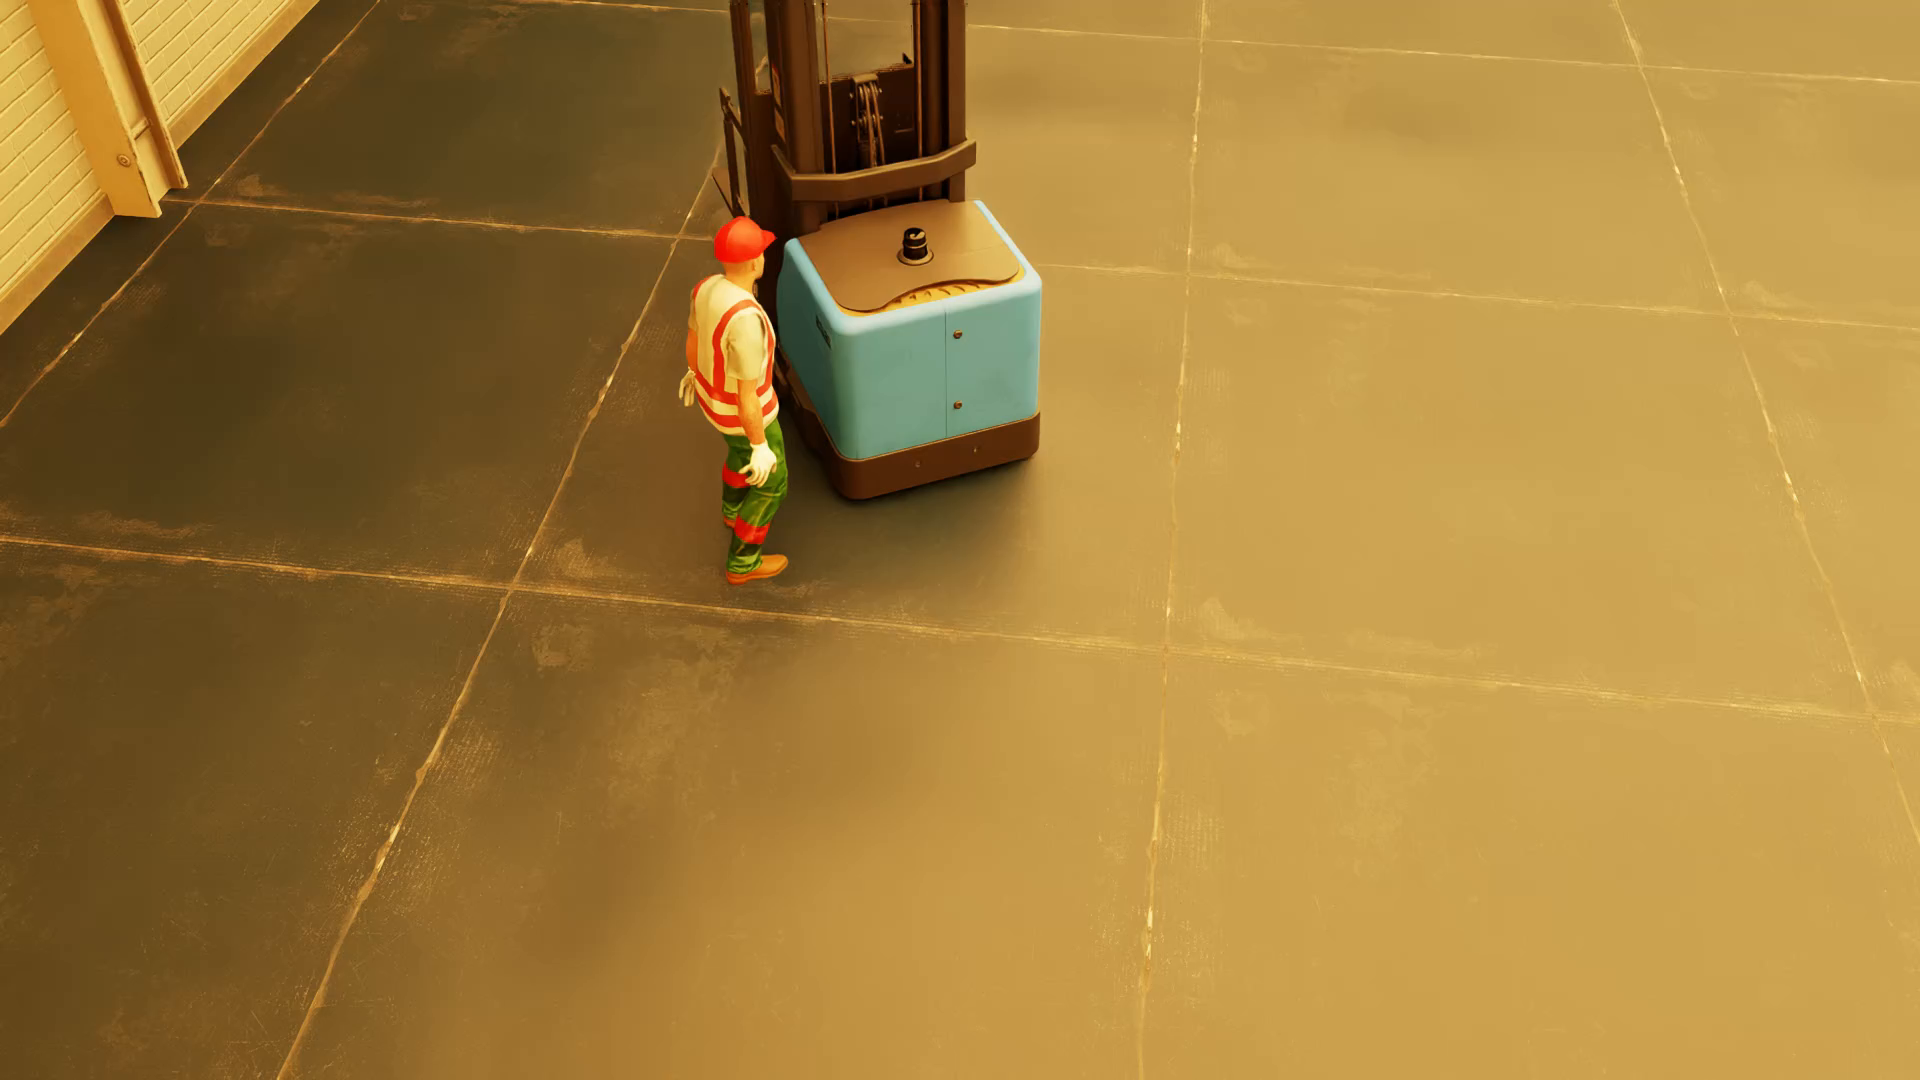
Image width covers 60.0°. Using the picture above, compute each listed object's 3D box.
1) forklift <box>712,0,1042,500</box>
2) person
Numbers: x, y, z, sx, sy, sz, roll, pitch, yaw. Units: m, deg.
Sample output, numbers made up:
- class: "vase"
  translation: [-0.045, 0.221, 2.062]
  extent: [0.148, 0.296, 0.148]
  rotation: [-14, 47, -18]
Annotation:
- class: "forklift"
  translation: [-0.619, -2.281, 8.208]
  extent: [1.130, 2.935, 3.031]
  rotation: [-15, 45, -16]
- class: "person"
  translation: [-0.936, -0.594, 7.261]
  extent: [0.454, 1.749, 0.879]
  rotation: [-20, 46, -21]
